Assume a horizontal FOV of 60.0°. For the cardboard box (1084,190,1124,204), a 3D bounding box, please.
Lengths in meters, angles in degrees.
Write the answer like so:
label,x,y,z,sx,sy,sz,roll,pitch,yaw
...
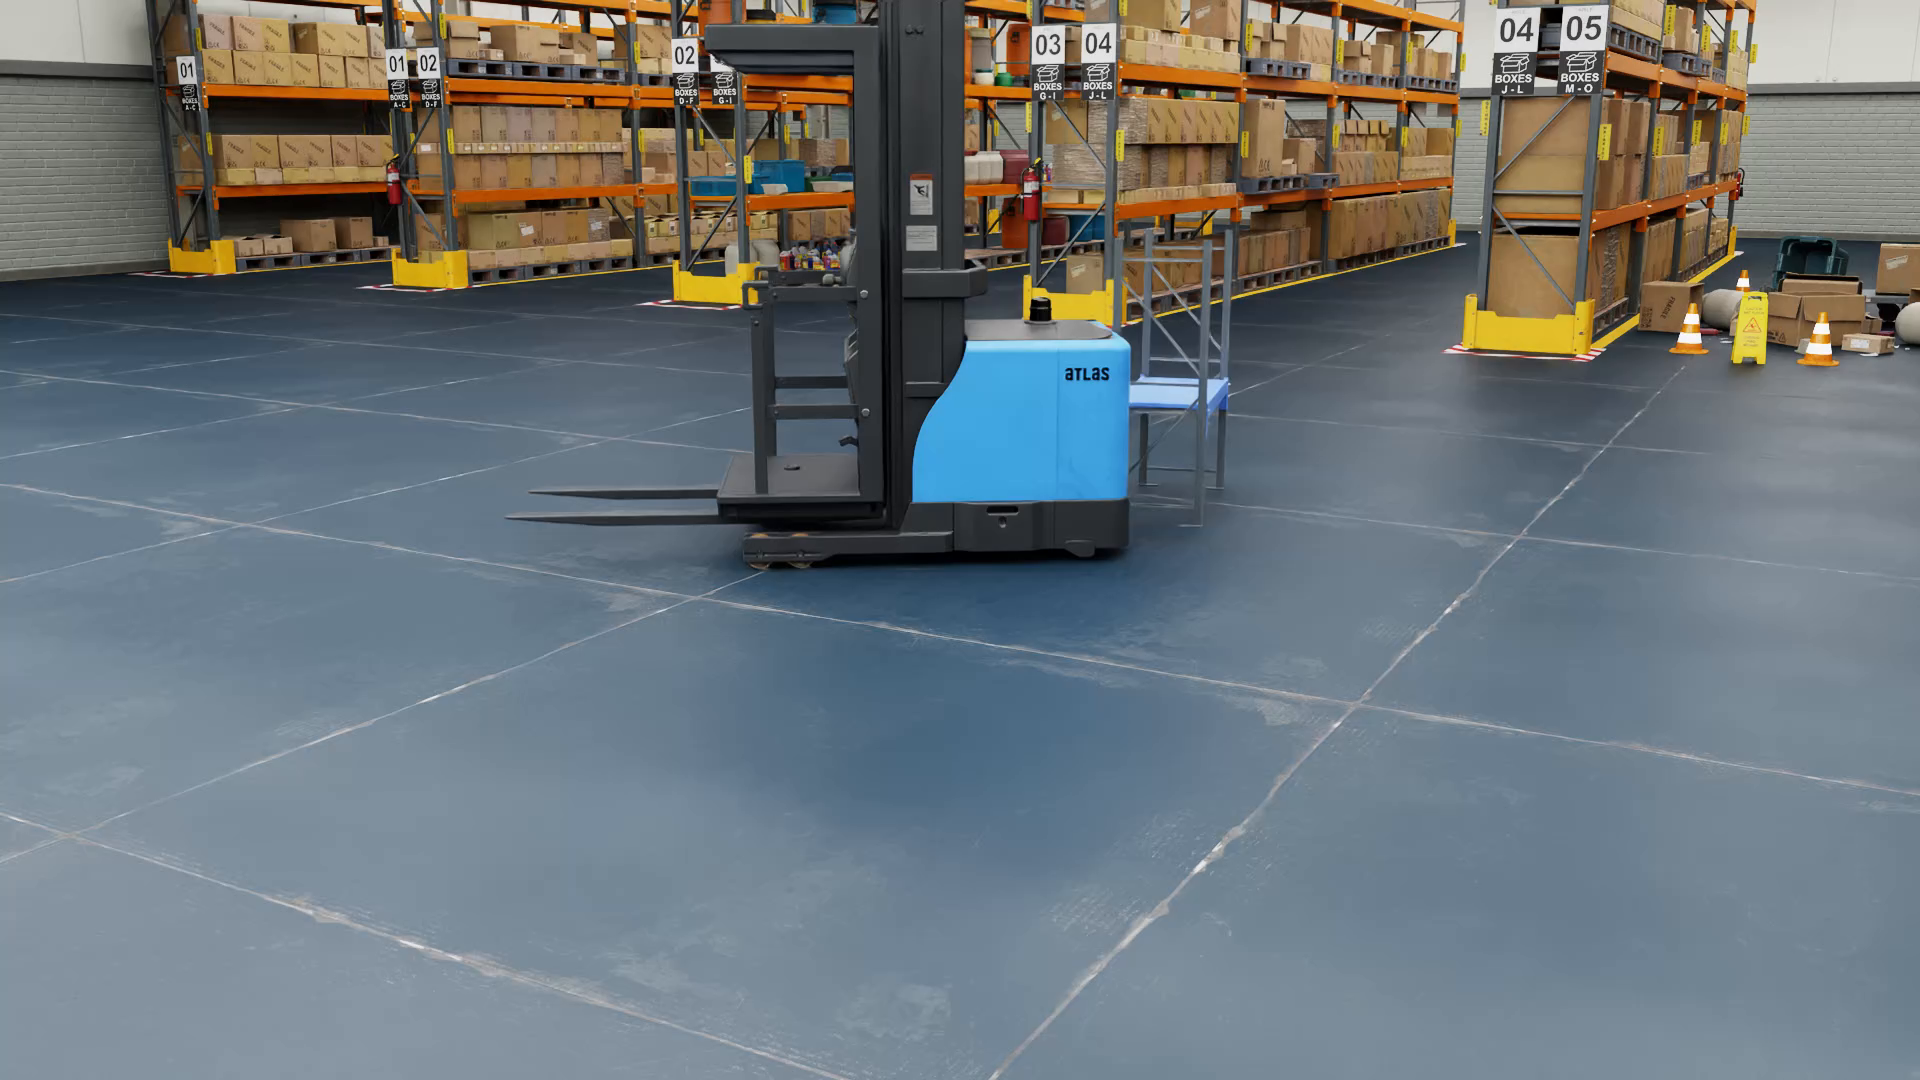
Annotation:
label,x,y,z,sx,sy,sz,roll,pitch,yaw
cardboard box,1.600,-3.821,18.517,0.380,0.149,0.250,7,15,28

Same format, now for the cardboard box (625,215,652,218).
label,x,y,z,sx,sy,sz,roll,pitch,yaw
cardboard box,-5.292,-5.218,27.552,0.500,0.311,0.500,8,16,30

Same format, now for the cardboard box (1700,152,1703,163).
label,x,y,z,sx,sy,sz,roll,pitch,yaw
cardboard box,10.951,-5.752,24.997,0.380,0.149,0.250,7,15,26

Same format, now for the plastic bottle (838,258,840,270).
label,x,y,z,sx,sy,sz,roll,pitch,yaw
plastic bottle,-1.671,-3.774,22.819,0.097,0.201,0.097,0,14,0

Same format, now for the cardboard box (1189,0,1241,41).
label,x,y,z,sx,sy,sz,roll,pitch,yaw
cardboard box,3.193,-6.505,20.802,0.500,0.500,0.500,7,15,26

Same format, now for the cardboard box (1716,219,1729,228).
label,x,y,z,sx,sy,sz,roll,pitch,yaw
cardboard box,13.061,-5.469,28.735,0.380,0.149,0.250,7,15,27

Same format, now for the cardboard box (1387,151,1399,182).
label,x,y,z,sx,sy,sz,roll,pitch,yaw
cardboard box,7.067,-6.295,28.031,0.500,0.500,0.500,7,15,28

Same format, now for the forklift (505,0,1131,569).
label,x,y,z,sx,sy,sz,roll,pitch,yaw
forklift,-0.710,-1.416,8.153,3.031,2.935,1.130,-1,14,-4

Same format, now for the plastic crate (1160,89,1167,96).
label,x,y,z,sx,sy,sz,roll,pitch,yaw
plastic crate,3.870,-8.633,32.105,0.437,0.136,0.530,7,15,28

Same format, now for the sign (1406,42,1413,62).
label,x,y,z,sx,sy,sz,roll,pitch,yaw
sign,7.534,-8.176,27.873,0.100,0.325,0.005,7,15,28

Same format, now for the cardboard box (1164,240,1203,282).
label,x,y,z,sx,sy,sz,roll,pitch,yaw
cardboard box,2.958,-3.643,21.683,0.500,0.500,0.500,7,15,26

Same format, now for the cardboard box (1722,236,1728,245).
label,x,y,z,sx,sy,sz,roll,pitch,yaw
cardboard box,13.173,-5.234,29.029,0.380,0.149,0.250,8,16,30

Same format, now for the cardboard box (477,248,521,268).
label,x,y,z,sx,sy,sz,roll,pitch,yaw
cardboard box,-6.724,-4.090,24.068,0.500,0.250,0.500,7,15,28

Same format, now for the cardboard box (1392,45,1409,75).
label,x,y,z,sx,sy,sz,roll,pitch,yaw
cardboard box,7.380,-8.300,28.839,0.700,0.500,0.500,6,15,25

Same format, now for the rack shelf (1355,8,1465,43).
label,x,y,z,sx,sy,sz,roll,pitch,yaw
rack shelf,8.021,-9.156,29.699,1.077,0.370,4.000,7,15,28

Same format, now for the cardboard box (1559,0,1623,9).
label,x,y,z,sx,sy,sz,roll,pitch,yaw
cardboard box,6.004,-5.181,15.800,0.500,0.250,0.500,7,15,28

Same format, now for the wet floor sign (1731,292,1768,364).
label,x,y,z,sx,sy,sz,roll,pitch,yaw
wet floor sign,7.266,-1.954,15.261,0.267,0.644,0.232,5,14,18

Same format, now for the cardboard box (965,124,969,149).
label,x,y,z,sx,sy,sz,roll,pitch,yaw
cardboard box,-0.147,-8.519,35.121,0.500,0.500,0.500,8,16,30

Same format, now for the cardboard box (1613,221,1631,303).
label,x,y,z,sx,sy,sz,roll,pitch,yaw
cardboard box,7.115,-3.199,19.042,0.875,0.875,0.875,8,16,29

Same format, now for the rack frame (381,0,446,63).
label,x,y,z,sx,sy,sz,roll,pitch,yaw
rack frame,-7.417,-7.951,22.313,1.000,3.000,0.127,7,15,28

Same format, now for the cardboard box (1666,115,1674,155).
label,x,y,z,sx,sy,sz,roll,pitch,yaw
cardboard box,8.945,-5.310,21.811,0.700,0.500,0.500,7,15,27

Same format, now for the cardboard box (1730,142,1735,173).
label,x,y,z,sx,sy,sz,roll,pitch,yaw
cardboard box,12.799,-6.473,28.135,0.500,0.500,0.500,7,15,28

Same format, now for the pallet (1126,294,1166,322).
label,x,y,z,sx,sy,sz,roll,pitch,yaw
pallet,1.714,-2.734,19.423,1.003,0.211,1.213,7,15,28

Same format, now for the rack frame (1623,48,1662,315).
label,x,y,z,sx,sy,sz,roll,pitch,yaw
rack frame,7.480,-4.149,19.344,1.000,3.000,0.127,7,15,28

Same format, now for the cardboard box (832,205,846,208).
label,x,y,z,sx,sy,sz,roll,pitch,yaw
cardboard box,-2.546,-6.583,32.233,0.500,0.250,0.500,7,15,28

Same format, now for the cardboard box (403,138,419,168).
label,x,y,z,sx,sy,sz,roll,pitch,yaw
cardboard box,-9.546,-6.779,29.099,0.700,0.500,0.500,7,15,28

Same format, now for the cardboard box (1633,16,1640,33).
label,x,y,z,sx,sy,sz,roll,pitch,yaw
cardboard box,6.725,-5.263,16.989,0.380,0.149,0.250,8,15,29

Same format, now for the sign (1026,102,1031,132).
label,x,y,z,sx,sy,sz,roll,pitch,yaw
sign,0.777,-4.695,18.462,0.100,0.325,0.005,7,15,28

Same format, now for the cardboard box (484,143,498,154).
label,x,y,z,sx,sy,sz,roll,pitch,yaw
cardboard box,-6.792,-5.560,23.598,0.380,0.149,0.250,7,15,28

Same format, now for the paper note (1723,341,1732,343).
label,x,y,z,sx,sy,sz,roll,pitch,yaw
paper note,7.770,-2.005,16.789,0.142,0.017,0.144,-12,18,-40

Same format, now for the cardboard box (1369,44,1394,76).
label,x,y,z,sx,sy,sz,roll,pitch,yaw
cardboard box,6.783,-7.964,27.658,0.700,0.500,0.500,8,16,29

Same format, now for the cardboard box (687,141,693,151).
label,x,y,z,sx,sy,sz,roll,pitch,yaw
cardboard box,-5.957,-8.137,34.993,0.500,0.500,0.500,7,15,27

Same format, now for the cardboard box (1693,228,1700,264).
label,x,y,z,sx,sy,sz,roll,pitch,yaw
cardboard box,10.710,-4.389,24.777,0.500,0.500,0.500,7,15,27

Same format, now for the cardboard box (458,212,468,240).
label,x,y,z,sx,sy,sz,roll,pitch,yaw
cardboard box,-9.274,-5.679,30.084,0.700,0.500,0.500,7,15,27

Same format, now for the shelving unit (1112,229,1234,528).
label,x,y,z,sx,sy,sz,roll,pitch,yaw
shelving unit,1.173,-0.926,9.174,0.538,1.500,1.048,4,14,15

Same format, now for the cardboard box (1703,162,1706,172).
label,x,y,z,sx,sy,sz,roll,pitch,yaw
cardboard box,11.204,-5.715,25.480,0.380,0.149,0.250,7,15,28

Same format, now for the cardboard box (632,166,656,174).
label,x,y,z,sx,sy,sz,roll,pitch,yaw
cardboard box,-5.219,-5.991,27.270,0.396,0.266,0.258,7,15,27

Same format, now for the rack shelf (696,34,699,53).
label,x,y,z,sx,sy,sz,roll,pitch,yaw
rack shelf,-4.987,-10.839,36.683,1.077,0.370,4.000,7,15,28

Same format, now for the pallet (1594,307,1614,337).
label,x,y,z,sx,sy,sz,roll,pitch,yaw
pallet,6.455,-2.395,18.018,1.003,0.211,1.213,7,15,28

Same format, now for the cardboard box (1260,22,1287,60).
label,x,y,z,sx,sy,sz,roll,pitch,yaw
cardboard box,3.955,-6.723,22.504,0.797,0.503,0.637,8,16,30

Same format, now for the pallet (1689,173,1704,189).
label,x,y,z,sx,sy,sz,roll,pitch,yaw
pallet,10.335,-5.287,24.475,1.003,0.211,1.213,7,15,28

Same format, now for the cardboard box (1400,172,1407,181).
label,x,y,z,sx,sy,sz,roll,pitch,yaw
cardboard box,7.488,-6.274,28.694,0.380,0.149,0.250,7,15,28

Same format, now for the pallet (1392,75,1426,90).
label,x,y,z,sx,sy,sz,roll,pitch,yaw
pallet,7.459,-7.955,28.919,1.003,0.211,1.213,7,15,28

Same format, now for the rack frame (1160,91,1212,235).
label,x,y,z,sx,sy,sz,roll,pitch,yaw
rack frame,4.652,-7.755,34.301,1.000,3.000,0.127,7,15,28

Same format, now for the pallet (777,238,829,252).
label,x,y,z,sx,sy,sz,roll,pitch,yaw
pallet,-3.155,-5.469,30.768,1.003,0.211,1.213,7,15,28

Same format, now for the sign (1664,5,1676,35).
label,x,y,z,sx,sy,sz,roll,pitch,yaw
sign,7.966,-5.835,18.663,0.100,0.325,0.005,7,15,28

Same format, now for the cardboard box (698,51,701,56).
label,x,y,z,sx,sy,sz,roll,pitch,yaw
cardboard box,-5.364,-10.174,35.545,0.500,0.500,0.500,7,15,28

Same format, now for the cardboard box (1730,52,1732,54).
label,x,y,z,sx,sy,sz,roll,pitch,yaw
cardboard box,12.098,-7.803,26.503,0.380,0.149,0.250,7,15,26

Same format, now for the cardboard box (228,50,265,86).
label,x,y,z,sx,sy,sz,roll,pitch,yaw
cardboard box,-11.084,-7.258,25.583,0.500,0.500,0.500,9,16,32

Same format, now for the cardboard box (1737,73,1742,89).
label,x,y,z,sx,sy,sz,roll,pitch,yaw
cardboard box,12.561,-7.556,27.396,0.500,0.250,0.500,8,16,31

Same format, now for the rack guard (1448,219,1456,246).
label,x,y,z,sx,sy,sz,roll,pitch,yaw
rack guard,9.000,-5.984,32.287,1.175,0.500,0.348,7,15,28

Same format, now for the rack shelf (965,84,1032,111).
label,x,y,z,sx,sy,sz,roll,pitch,yaw
rack shelf,-0.182,-6.812,25.524,1.077,0.370,4.000,7,15,28

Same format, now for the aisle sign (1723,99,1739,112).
label,x,y,z,sx,sy,sz,roll,pitch,yaw
aisle sign,13.579,-7.856,29.173,0.394,0.787,0.004,7,15,28

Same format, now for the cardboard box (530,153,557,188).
label,x,y,z,sx,sy,sz,roll,pitch,yaw
cardboard box,-6.434,-5.495,24.714,0.700,0.500,0.500,8,16,30

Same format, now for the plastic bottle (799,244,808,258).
label,x,y,z,sx,sy,sz,roll,pitch,yaw
plastic bottle,-2.199,-3.975,23.333,0.144,0.351,0.185,7,15,28

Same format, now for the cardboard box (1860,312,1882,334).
label,x,y,z,sx,sy,sz,roll,pitch,yaw
cardboard box,9.589,-2.356,17.740,0.258,0.266,0.396,-3,14,-11

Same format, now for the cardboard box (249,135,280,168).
label,x,y,z,sx,sy,sz,roll,pitch,yaw
cardboard box,-11.014,-6.060,25.949,0.500,0.500,0.500,7,15,28

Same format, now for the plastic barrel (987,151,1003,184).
label,x,y,z,sx,sy,sz,roll,pitch,yaw
plastic barrel,0.474,-5.933,26.504,0.421,0.512,0.421,0,14,0
